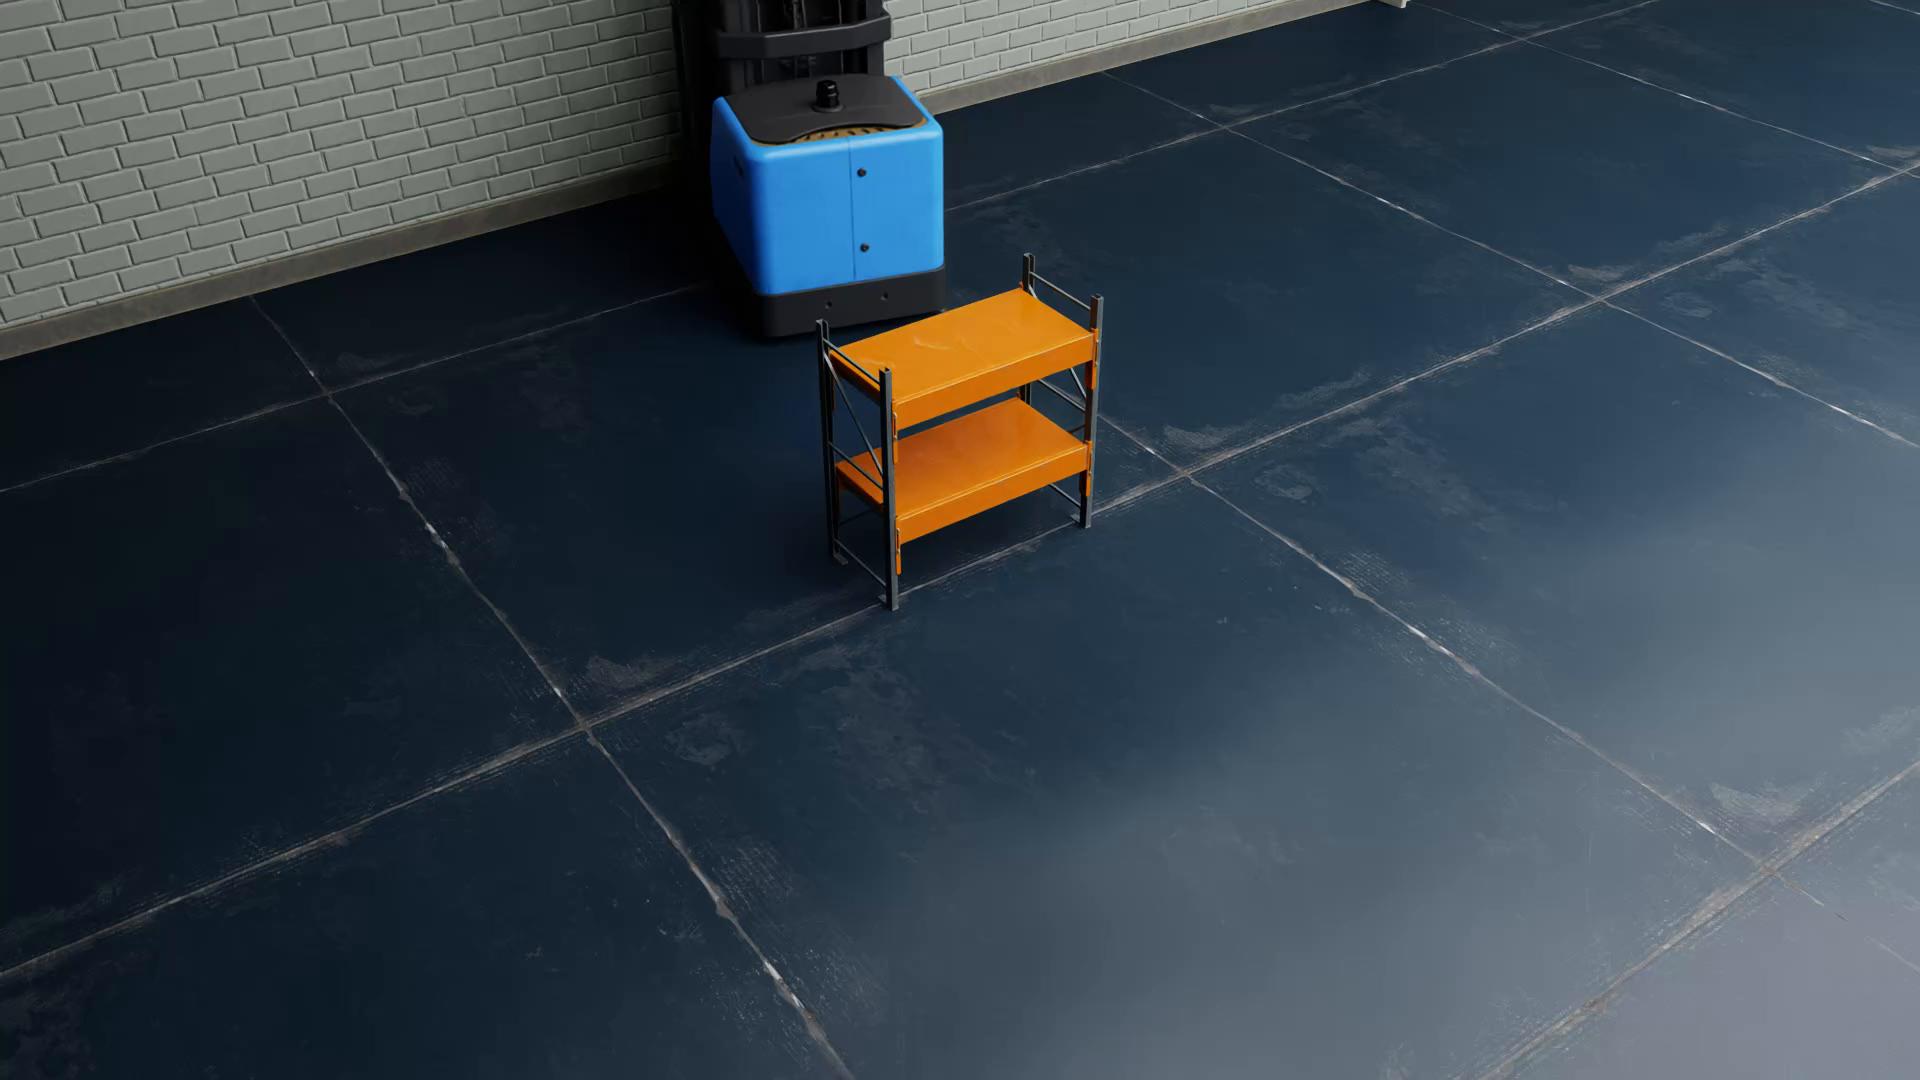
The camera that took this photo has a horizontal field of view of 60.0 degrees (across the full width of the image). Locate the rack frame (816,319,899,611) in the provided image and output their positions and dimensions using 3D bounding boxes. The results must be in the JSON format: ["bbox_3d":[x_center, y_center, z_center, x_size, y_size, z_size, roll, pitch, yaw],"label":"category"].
[{"bbox_3d":[-0.410,-0.288,6.687,0.032,1.125,0.500,-22,41,-28],"label":"rack frame"}]

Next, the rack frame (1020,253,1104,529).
[{"bbox_3d":[0.421,-0.630,7.162,0.032,1.125,0.500,-22,41,-28],"label":"rack frame"}]

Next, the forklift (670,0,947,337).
[{"bbox_3d":[-1.033,-3.095,9.043,1.130,2.935,3.031,-11,37,-15],"label":"forklift"}]

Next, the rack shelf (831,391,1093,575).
[{"bbox_3d":[0.006,-0.260,7.067,1.000,0.278,0.538,-22,41,-28],"label":"rack shelf"}]

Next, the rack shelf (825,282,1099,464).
[{"bbox_3d":[0.006,-0.697,6.754,1.000,0.278,0.538,-22,41,-28],"label":"rack shelf"}]

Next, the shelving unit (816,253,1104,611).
[{"bbox_3d":[0.006,-0.459,6.925,1.048,1.125,0.538,-22,41,-28],"label":"shelving unit"}]
